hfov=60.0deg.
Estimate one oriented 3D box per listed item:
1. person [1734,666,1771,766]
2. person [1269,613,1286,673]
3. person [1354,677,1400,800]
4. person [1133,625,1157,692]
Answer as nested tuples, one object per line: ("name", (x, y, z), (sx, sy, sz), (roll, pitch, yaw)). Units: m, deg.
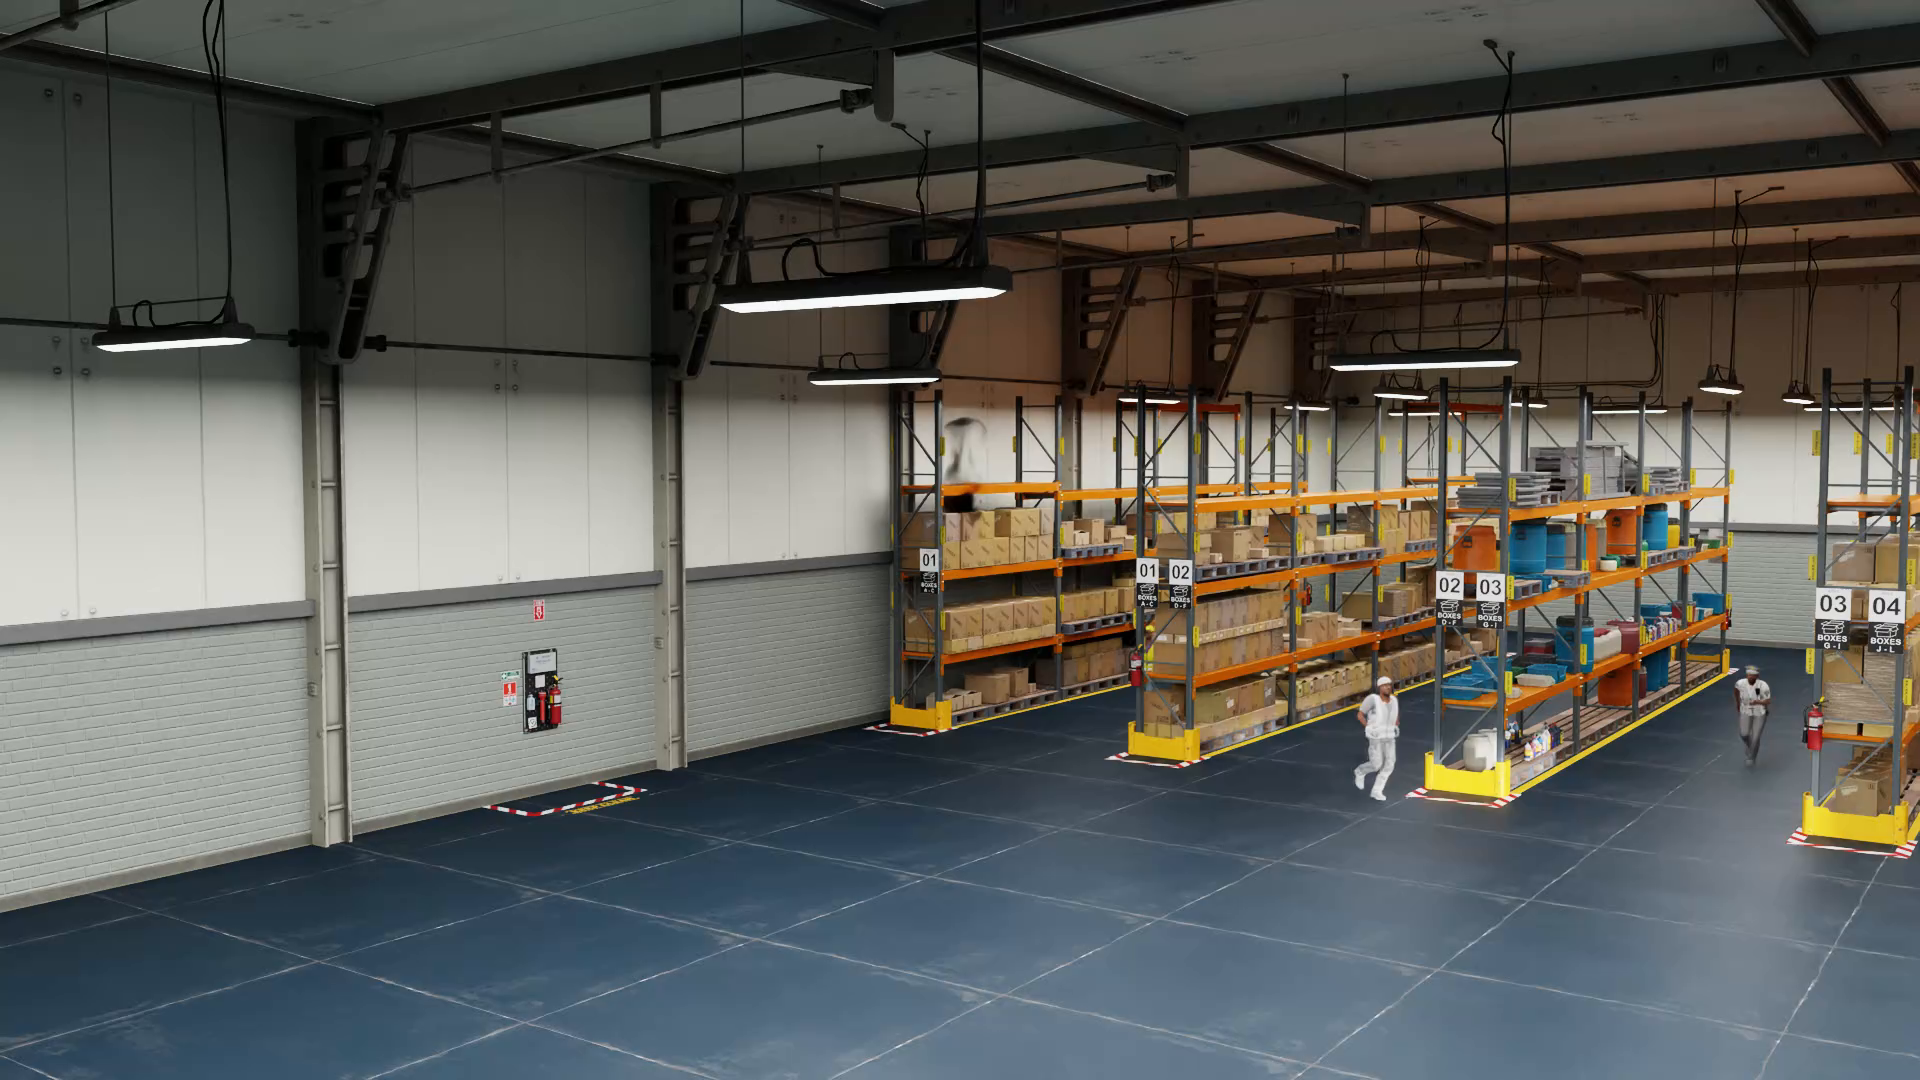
("person", (12.349, 2.741, 25.962), (0.562, 1.611, 0.711), (2, 4, 32))
("person", (6.574, 2.250, 34.335), (0.586, 1.634, 0.576), (2, 4, 32))
("person", (5.990, 2.806, 23.725), (0.706, 1.738, 0.618), (-1, 3, -19))
("person", (3.480, 2.425, 30.469), (0.714, 1.733, 0.791), (2, 4, 27))
